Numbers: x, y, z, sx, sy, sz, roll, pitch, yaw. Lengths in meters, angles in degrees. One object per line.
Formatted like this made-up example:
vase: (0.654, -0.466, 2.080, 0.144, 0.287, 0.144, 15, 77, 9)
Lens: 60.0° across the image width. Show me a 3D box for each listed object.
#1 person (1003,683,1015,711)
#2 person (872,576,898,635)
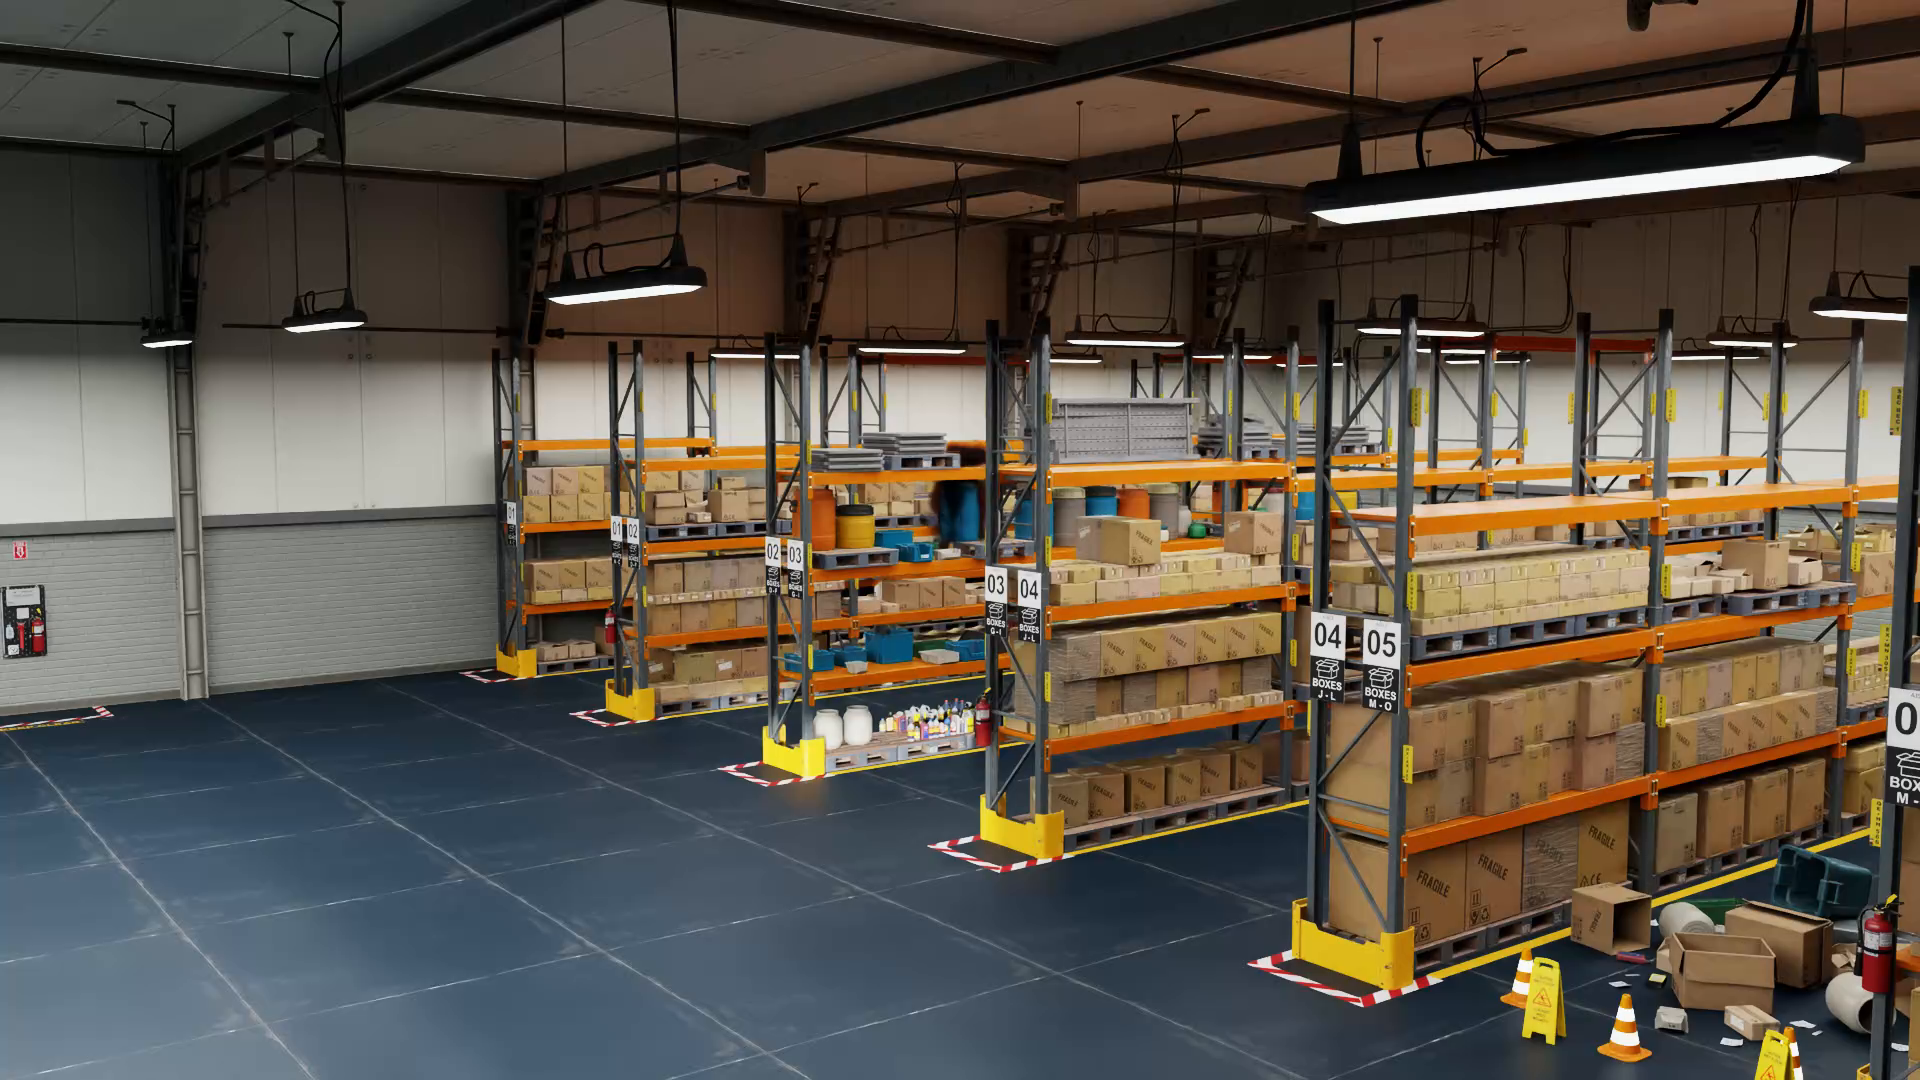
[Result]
person: (1.042, 1.947, 27.243, 0.962, 1.643, 0.496, -3, 6, -31)
person: (-1.490, 1.432, 32.809, 1.080, 1.725, 0.749, -4, 7, -42)
